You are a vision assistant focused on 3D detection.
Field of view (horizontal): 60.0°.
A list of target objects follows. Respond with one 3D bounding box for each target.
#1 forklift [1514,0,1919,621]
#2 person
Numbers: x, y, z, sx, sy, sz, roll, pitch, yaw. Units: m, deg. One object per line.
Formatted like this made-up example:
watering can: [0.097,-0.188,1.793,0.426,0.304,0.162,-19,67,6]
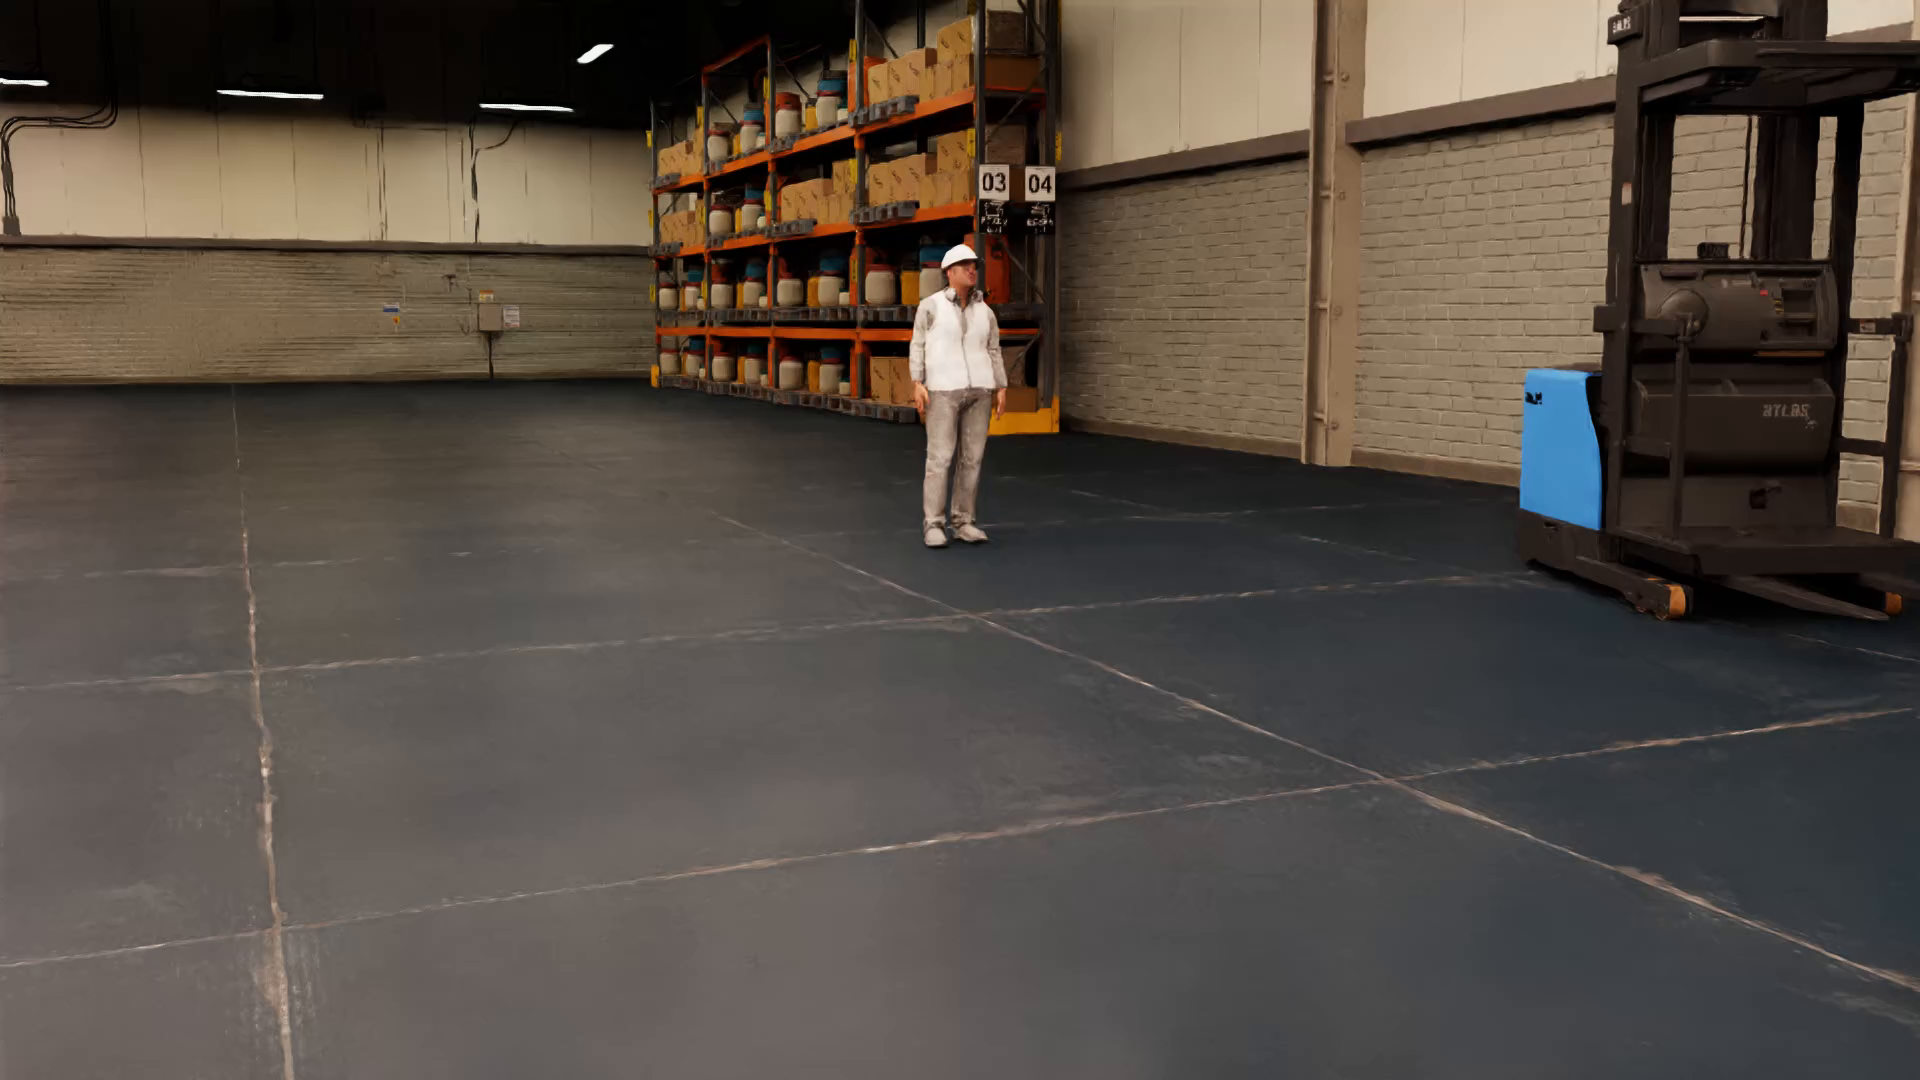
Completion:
forklift: [3.656,-1.137,7.567,1.130,2.935,3.031,0,8,-4]
person: [0.017,-0.879,9.977,0.632,1.773,0.567,-3,8,-23]
